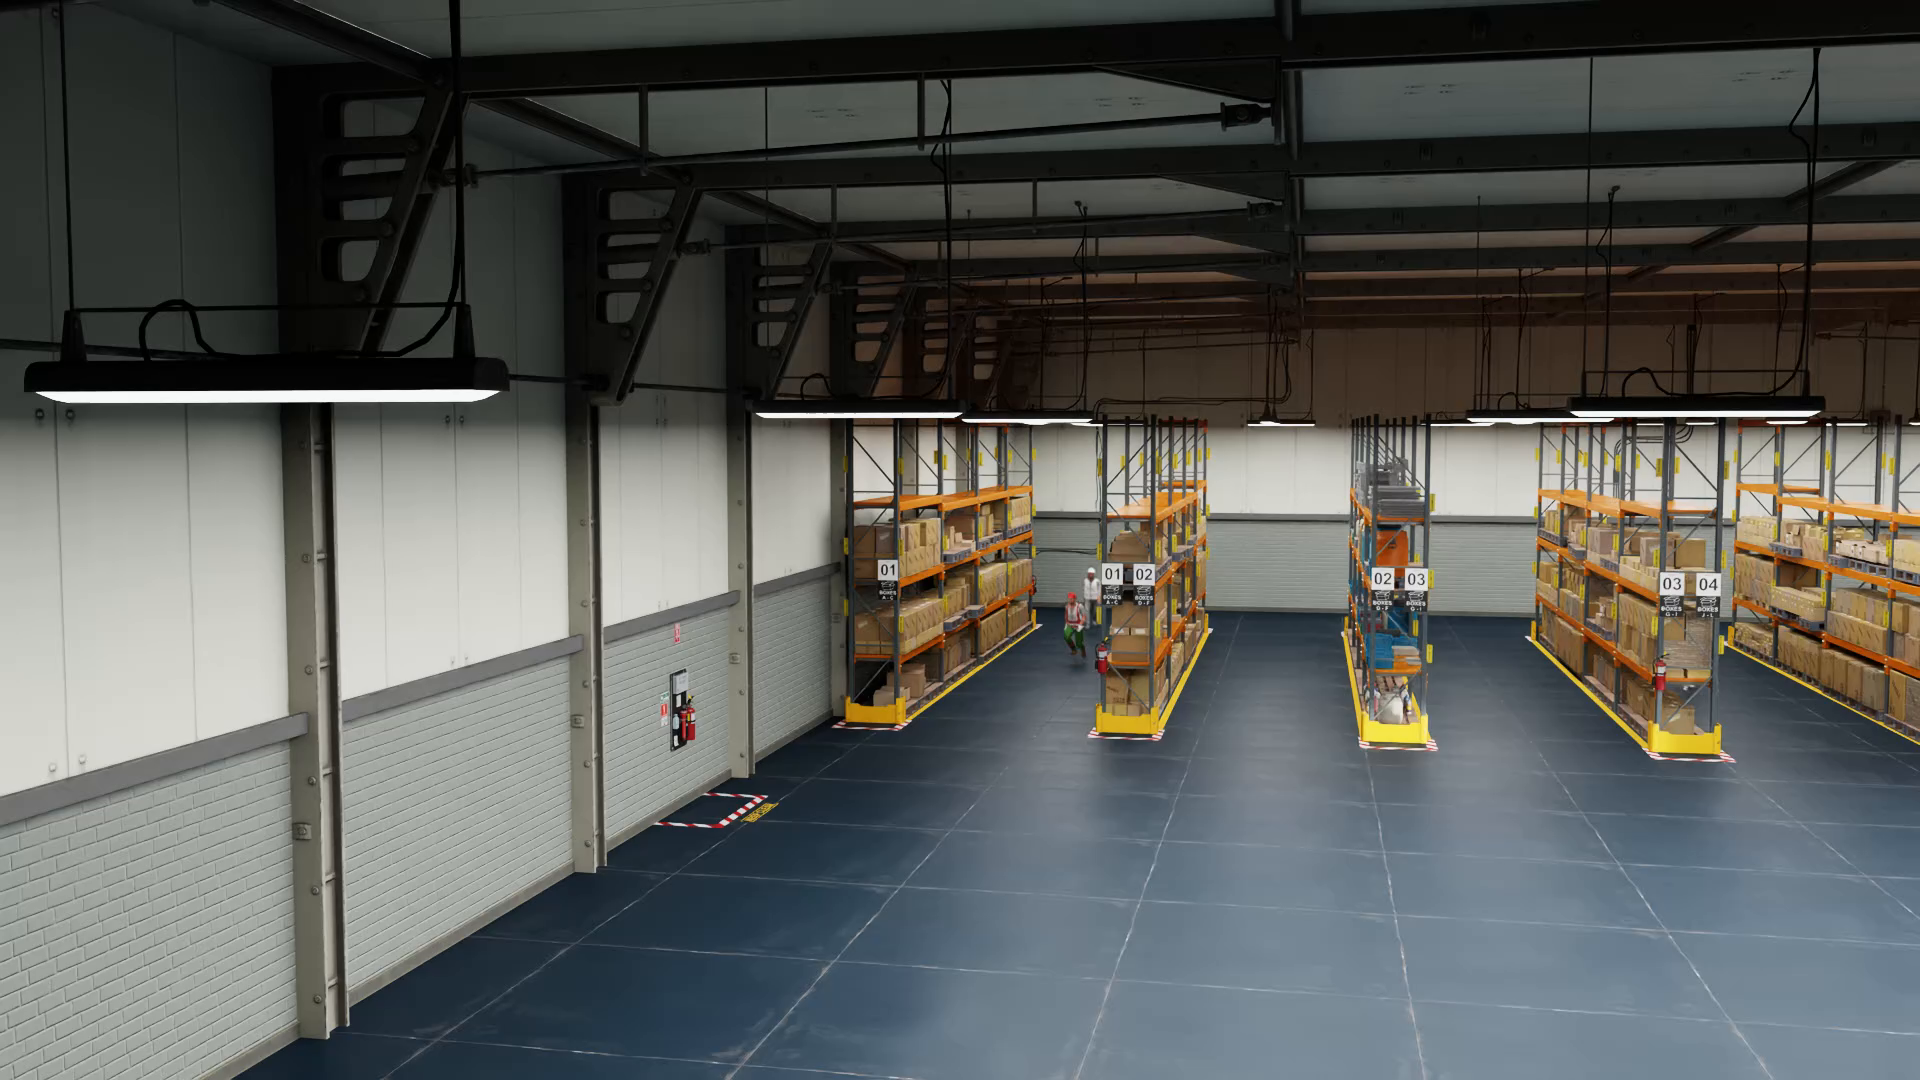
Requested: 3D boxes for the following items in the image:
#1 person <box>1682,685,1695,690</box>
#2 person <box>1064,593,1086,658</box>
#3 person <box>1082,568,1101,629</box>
[{"bbox_3d":[16.012,2.460,36.464,0.457,1.616,0.977,2,4,24],"label":"person"},{"bbox_3d":[2.770,2.085,40.369,0.592,1.634,0.814,2,4,22],"label":"person"},{"bbox_3d":[3.778,1.668,47.804,0.566,1.718,1.065,1,4,10],"label":"person"}]
